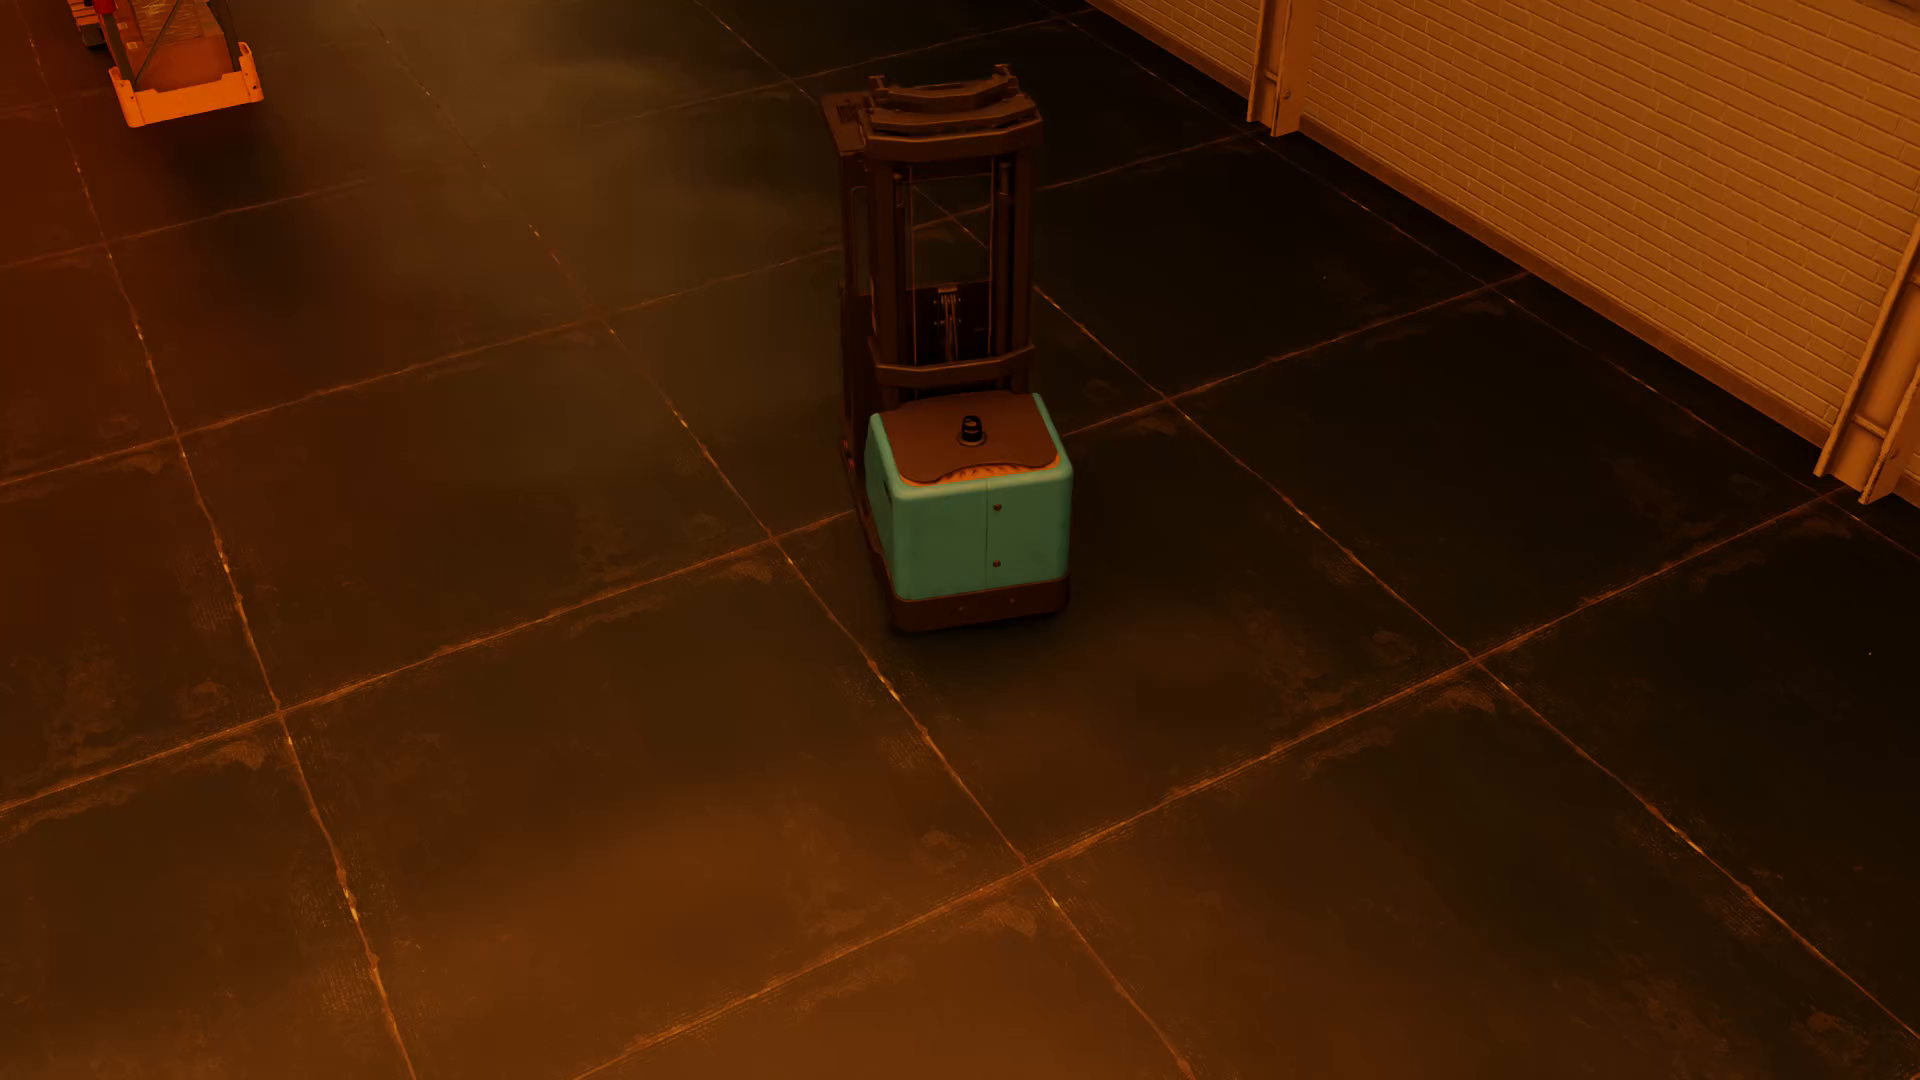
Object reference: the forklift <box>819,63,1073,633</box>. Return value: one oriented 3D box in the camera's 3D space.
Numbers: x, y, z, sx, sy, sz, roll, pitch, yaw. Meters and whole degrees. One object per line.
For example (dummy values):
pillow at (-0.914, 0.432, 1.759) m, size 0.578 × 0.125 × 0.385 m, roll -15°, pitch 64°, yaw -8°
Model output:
forklift at (-0.180, -1.542, 9.895) m, size 1.130 × 2.935 × 3.031 m, roll -8°, pitch 40°, yaw -10°
